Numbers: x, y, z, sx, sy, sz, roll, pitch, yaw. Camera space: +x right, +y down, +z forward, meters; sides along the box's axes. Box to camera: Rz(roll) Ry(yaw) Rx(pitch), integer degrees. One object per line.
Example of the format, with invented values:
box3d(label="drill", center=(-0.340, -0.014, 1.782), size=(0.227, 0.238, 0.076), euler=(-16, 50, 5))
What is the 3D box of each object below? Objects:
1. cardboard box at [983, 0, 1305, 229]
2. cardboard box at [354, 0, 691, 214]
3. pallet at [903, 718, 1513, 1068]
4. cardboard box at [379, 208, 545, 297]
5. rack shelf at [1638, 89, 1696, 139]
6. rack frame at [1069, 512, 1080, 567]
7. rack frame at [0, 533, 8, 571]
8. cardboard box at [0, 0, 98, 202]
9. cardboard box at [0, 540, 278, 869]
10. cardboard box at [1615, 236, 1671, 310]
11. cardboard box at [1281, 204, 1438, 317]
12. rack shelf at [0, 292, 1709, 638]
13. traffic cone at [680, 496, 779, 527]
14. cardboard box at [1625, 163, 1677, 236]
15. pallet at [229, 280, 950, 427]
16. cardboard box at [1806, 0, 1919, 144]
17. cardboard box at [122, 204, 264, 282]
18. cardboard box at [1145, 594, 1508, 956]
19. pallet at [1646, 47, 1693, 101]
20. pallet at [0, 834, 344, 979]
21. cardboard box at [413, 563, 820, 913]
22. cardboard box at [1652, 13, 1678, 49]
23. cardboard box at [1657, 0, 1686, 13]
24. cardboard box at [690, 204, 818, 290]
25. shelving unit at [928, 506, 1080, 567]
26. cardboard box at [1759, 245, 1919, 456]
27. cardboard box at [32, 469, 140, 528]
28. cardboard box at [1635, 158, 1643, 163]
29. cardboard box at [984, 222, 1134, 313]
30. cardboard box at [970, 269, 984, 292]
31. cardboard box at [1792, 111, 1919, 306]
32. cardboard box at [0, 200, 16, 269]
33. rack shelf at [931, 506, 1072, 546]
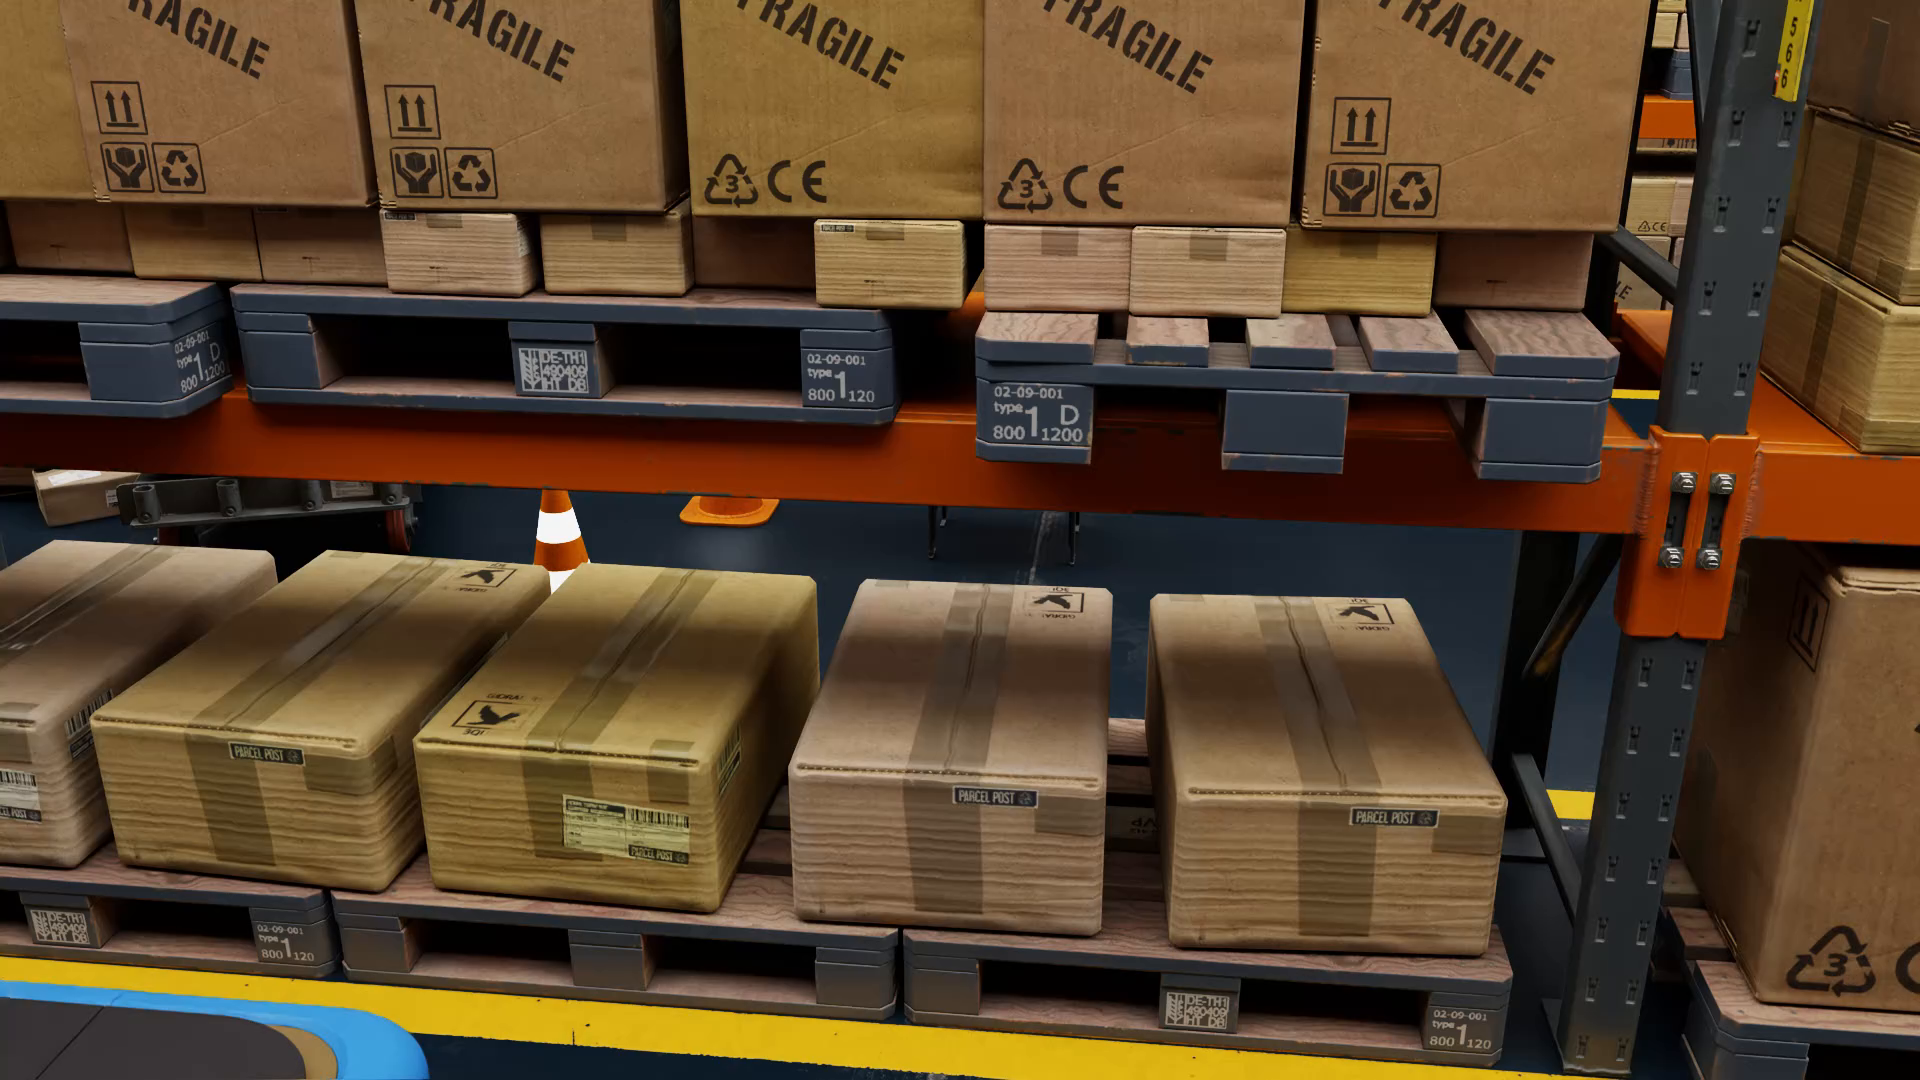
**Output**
box3d(label="cardboard box", center=(0.312, -0.839, 2.869), size=(0.500, 0.500, 0.500), euler=(2, 22, 5))
box3d(label="cardboard box", center=(-0.731, -0.884, 2.984), size=(0.500, 0.500, 0.500), euler=(2, 22, 4))
box3d(label="pallet", center=(0.535, 0.740, 3.780), size=(1.213, 0.211, 1.003), euler=(2, 22, 6))
box3d(label="cardboard box", center=(-0.858, -0.568, 3.066), size=(0.250, 0.149, 0.380), euler=(3, 22, 8))
box3d(label="rack shelf", center=(3.779, -1.912, 7.676), size=(4.000, 0.370, 1.077), euler=(2, 22, 6))
box3d(label="rack frame", center=(0.407, -0.959, 5.509), size=(0.015, 2.100, 0.400), euler=(2, 22, 6))
box3d(label="rack frame", center=(-2.661, -0.695, 3.618), size=(0.127, 3.000, 1.000), euler=(2, 22, 6))
box3d(label="cardboard box", center=(-1.732, -0.929, 3.097), size=(0.500, 0.500, 0.500), euler=(3, 22, 6))
box3d(label="cardboard box", center=(-2.140, 0.354, 3.969), size=(0.625, 0.372, 0.950), euler=(3, 22, 7))
box3d(label="cardboard box", center=(2.965, -1.222, 7.780), size=(0.500, 0.500, 0.500), euler=(3, 22, 7))
box3d(label="cardboard box", center=(0.683, -0.514, 2.930), size=(0.250, 0.149, 0.380), euler=(3, 22, 7))
box3d(label="rack shelf", center=(-0.675, -0.274, 3.531), size=(4.000, 0.370, 1.077), euler=(2, 22, 6))
box3d(label="traffic cone", center=(-0.859, -0.325, 6.133), size=(0.334, 0.463, 0.336), euler=(2, 22, 6))
box3d(label="cardboard box", center=(2.953, -1.575, 7.653), size=(0.500, 0.250, 0.500), euler=(2, 22, 6))
box3d(label="pallet", center=(-0.660, -0.503, 3.394), size=(1.213, 0.211, 1.003), euler=(2, 22, 6))
box3d(label="cardboard box", center=(1.772, -0.923, 2.698), size=(0.500, 0.500, 0.500), euler=(2, 22, 5))
box3d(label="cardboard box", center=(-1.362, -0.609, 3.172), size=(0.250, 0.149, 0.380), euler=(3, 22, 7))
box3d(label="cardboard box", center=(0.751, 0.477, 3.657), size=(0.625, 0.372, 0.950), euler=(1, 22, 3))
box3d(label="pallet", center=(3.764, -2.174, 7.619), size=(1.213, 0.211, 1.003), euler=(2, 22, 6))
box3d(label="pallet", center=(-1.888, 0.635, 4.047), size=(1.213, 0.211, 1.003), euler=(2, 22, 6))
box3d(label="cardboard box", center=(-0.735, 0.413, 3.819), size=(0.625, 0.372, 0.950), euler=(3, 22, 8))
box3d(label="cardboard box", center=(3.016, -2.285, 7.409), size=(0.250, 0.149, 0.380), euler=(3, 22, 9))
box3d(label="cardboard box", center=(3.035, -2.424, 7.357), size=(0.250, 0.149, 0.380), euler=(3, 22, 7))
box3d(label="cardboard box", center=(-0.331, -0.586, 3.112), size=(0.250, 0.149, 0.380), euler=(3, 22, 7))
box3d(label="shelving unit", center=(0.164, -0.969, 5.536), size=(0.503, 2.100, 0.431), euler=(2, 22, 6))
box3d(label="cardboard box", center=(1.767, -0.339, 2.922), size=(0.500, 0.250, 0.500), euler=(2, 22, 5))
box3d(label="cardboard box", center=(-3.218, -0.242, 6.192), size=(0.396, 0.266, 0.258), euler=(-14, 25, -31))
box3d(label="cardboard box", center=(3.006, -1.763, 8.129), size=(0.500, 0.250, 0.500), euler=(3, 22, 7))
box3d(label="cardboard box", center=(0.179, -0.522, 2.951), size=(0.250, 0.149, 0.380), euler=(1, 22, 4))
box3d(label="cardboard box", center=(0.331, -1.578, 8.341), size=(0.750, 0.750, 1.050), euler=(3, 22, 7))
box3d(label="cardboard box", center=(1.785, -0.573, 2.832), size=(0.500, 0.250, 0.500), euler=(2, 22, 6))
box3d(label="cardboard box", center=(-1.903, -0.620, 3.199), size=(0.250, 0.149, 0.380), euler=(3, 22, 7))
box3d(label="rack shelf", center=(0.164, -0.306, 5.798), size=(0.480, 0.518, 0.431), euler=(2, 22, 6))
